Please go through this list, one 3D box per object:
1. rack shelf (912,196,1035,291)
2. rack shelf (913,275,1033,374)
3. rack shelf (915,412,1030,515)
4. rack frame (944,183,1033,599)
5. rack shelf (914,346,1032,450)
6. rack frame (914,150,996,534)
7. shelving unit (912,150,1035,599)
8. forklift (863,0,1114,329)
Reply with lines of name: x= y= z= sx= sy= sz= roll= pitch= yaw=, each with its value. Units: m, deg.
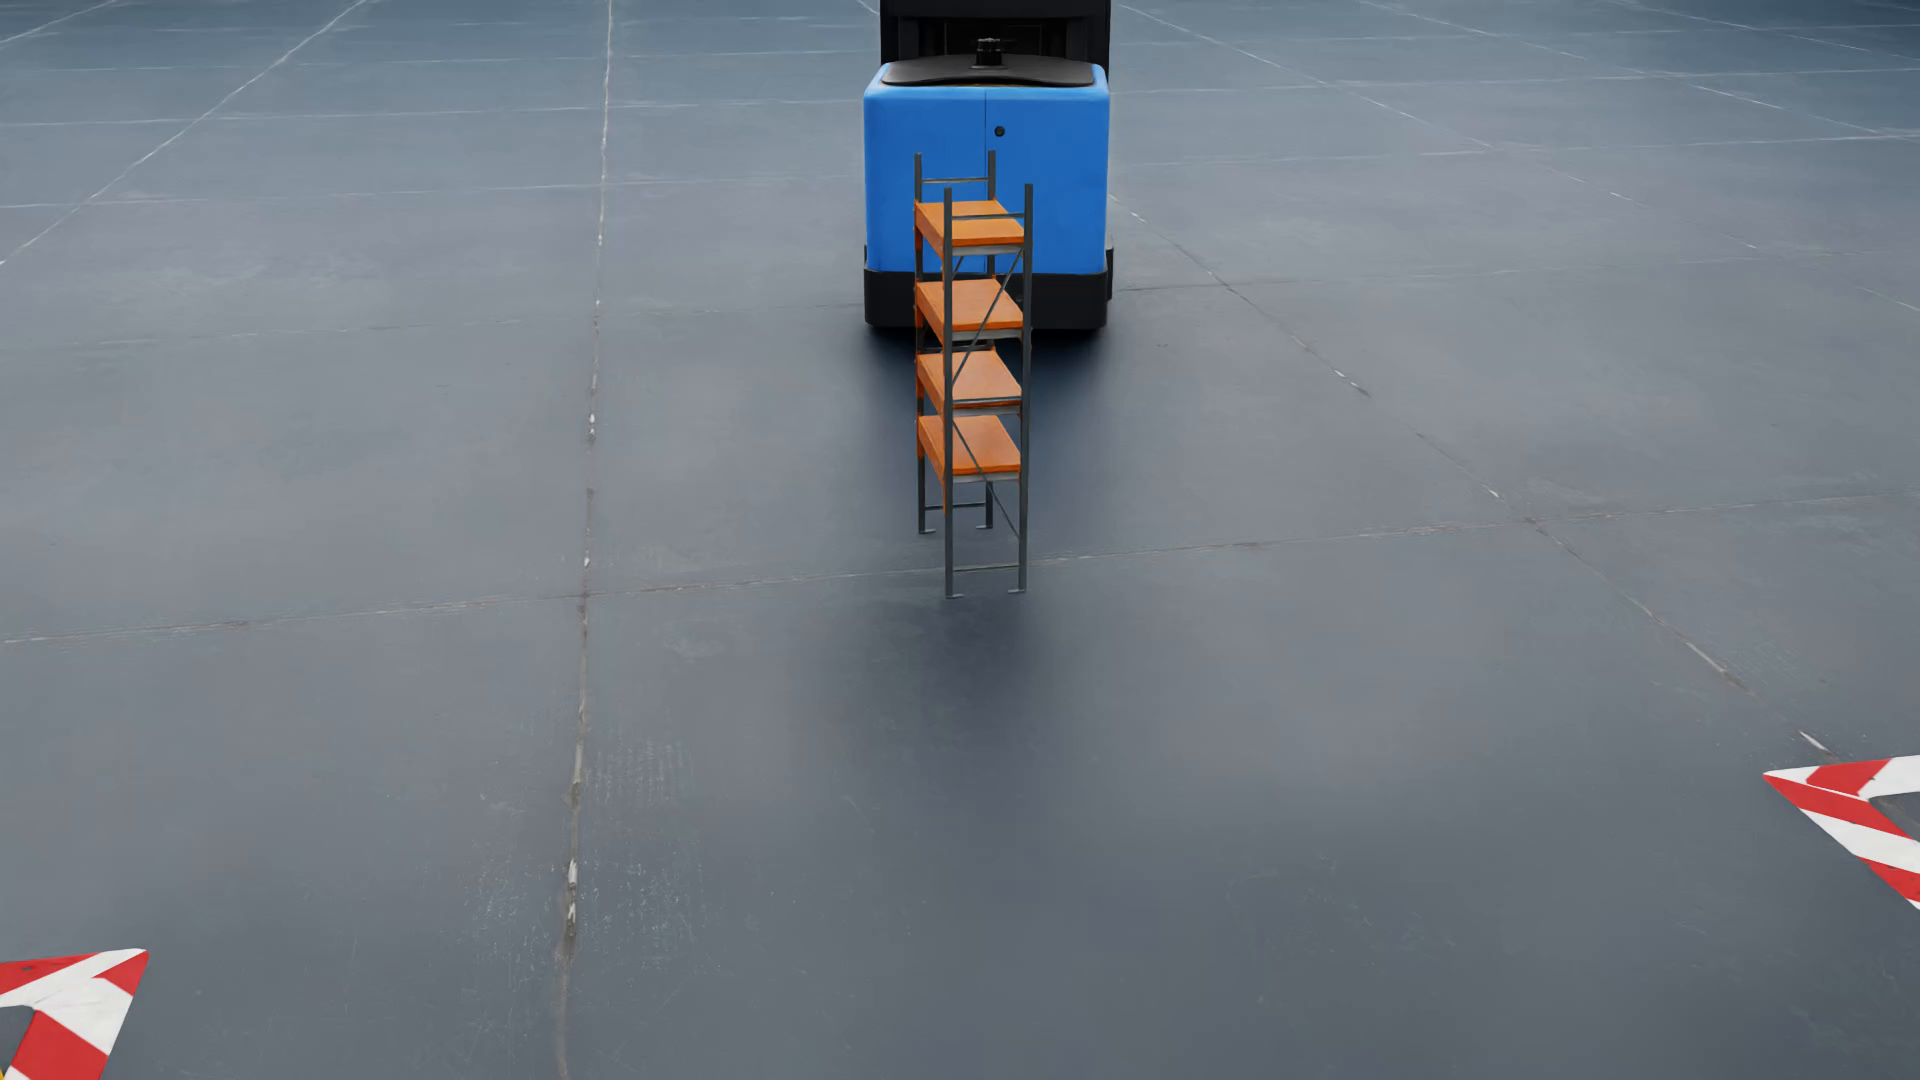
rack shelf: x=0.031 y=-0.845 z=4.703 sx=0.258 sy=0.148 sz=0.480 roll=-4 pitch=24 yaw=-10
rack shelf: x=0.031 y=-0.628 z=4.798 sx=0.258 sy=0.148 sz=0.480 roll=-4 pitch=24 yaw=-10
rack shelf: x=0.031 y=-0.241 z=4.967 sx=0.258 sy=0.148 sz=0.480 roll=-4 pitch=24 yaw=-10
rack frame: x=0.076 y=-0.389 z=4.641 sx=0.240 sy=1.200 sz=0.015 roll=-4 pitch=24 yaw=-10
rack shelf: x=0.031 y=-0.423 z=4.888 sx=0.258 sy=0.148 sz=0.480 roll=-4 pitch=24 yaw=-10
rack frame: x=-0.015 y=-0.581 z=5.081 sx=0.240 sy=1.200 sz=0.015 roll=-4 pitch=24 yaw=-10
shelving unit: x=0.031 y=-0.485 z=4.861 sx=0.258 sy=1.200 sz=0.503 roll=-4 pitch=24 yaw=-10
forklift: x=0.179 y=-2.794 z=7.986 sx=1.130 sy=2.935 sz=3.031 roll=1 pitch=24 yaw=3
